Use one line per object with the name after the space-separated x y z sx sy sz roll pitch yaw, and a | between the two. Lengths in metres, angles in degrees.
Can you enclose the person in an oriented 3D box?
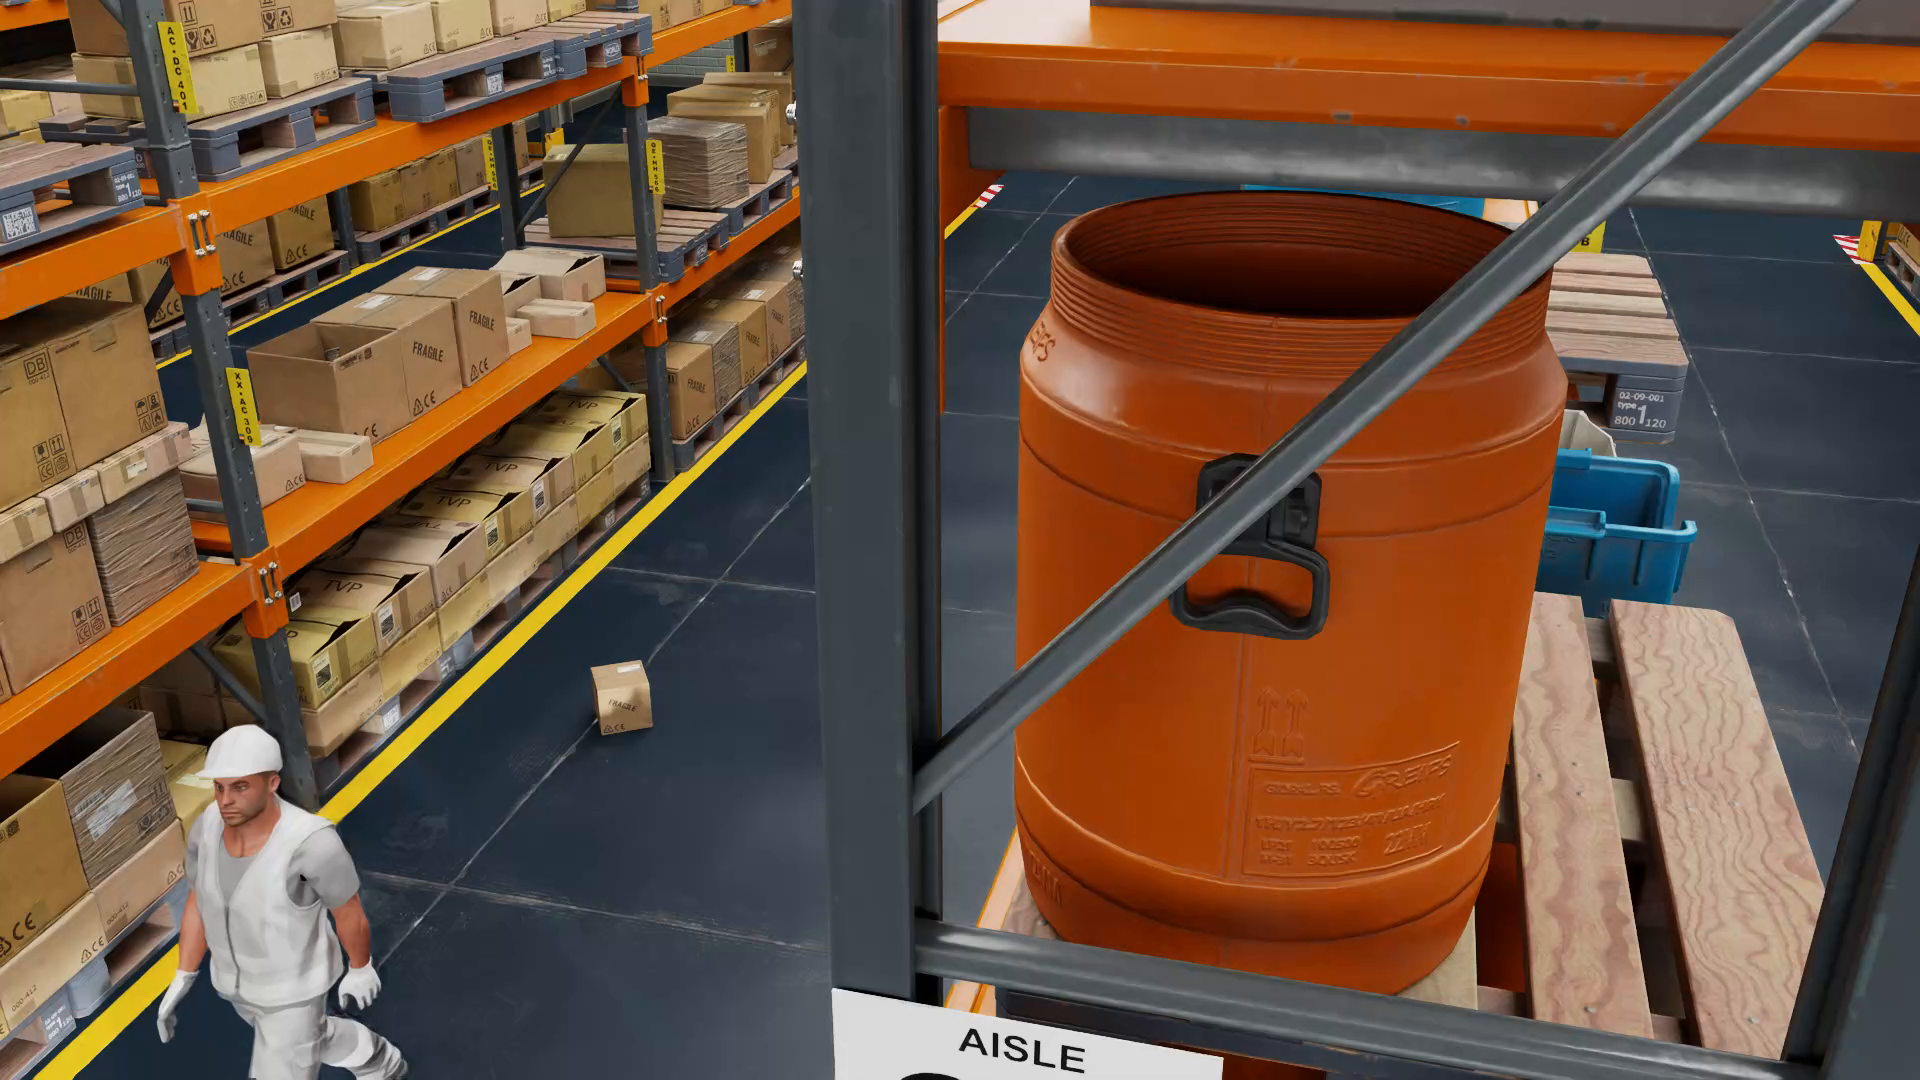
-2.146 1.376 5.150 0.527 1.745 1.048 11 27 21 | person
